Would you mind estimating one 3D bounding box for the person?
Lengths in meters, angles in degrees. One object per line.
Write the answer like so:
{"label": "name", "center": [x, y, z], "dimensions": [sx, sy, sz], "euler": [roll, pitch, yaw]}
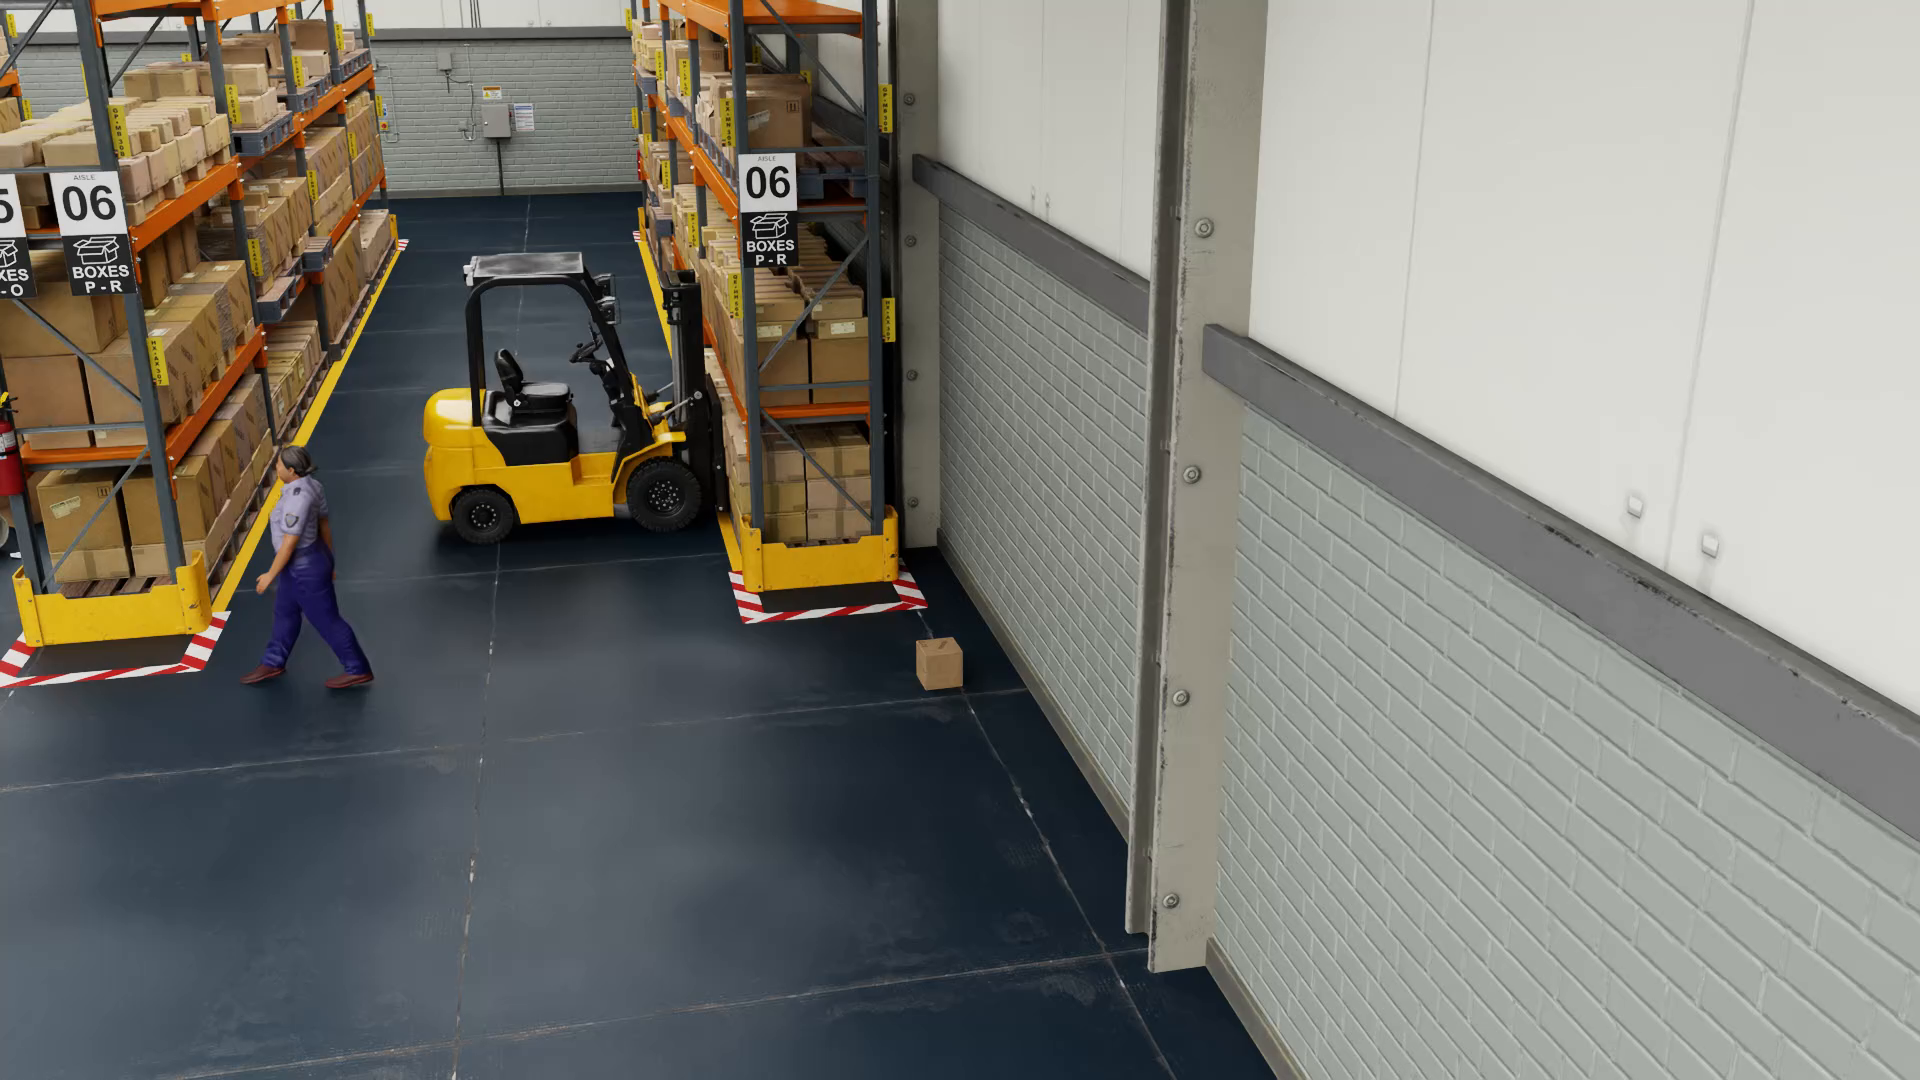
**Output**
{"label": "person", "center": [-4.255, 0.190, 10.542], "dimensions": [0.864, 1.626, 0.490], "euler": [-4, 20, -11]}
